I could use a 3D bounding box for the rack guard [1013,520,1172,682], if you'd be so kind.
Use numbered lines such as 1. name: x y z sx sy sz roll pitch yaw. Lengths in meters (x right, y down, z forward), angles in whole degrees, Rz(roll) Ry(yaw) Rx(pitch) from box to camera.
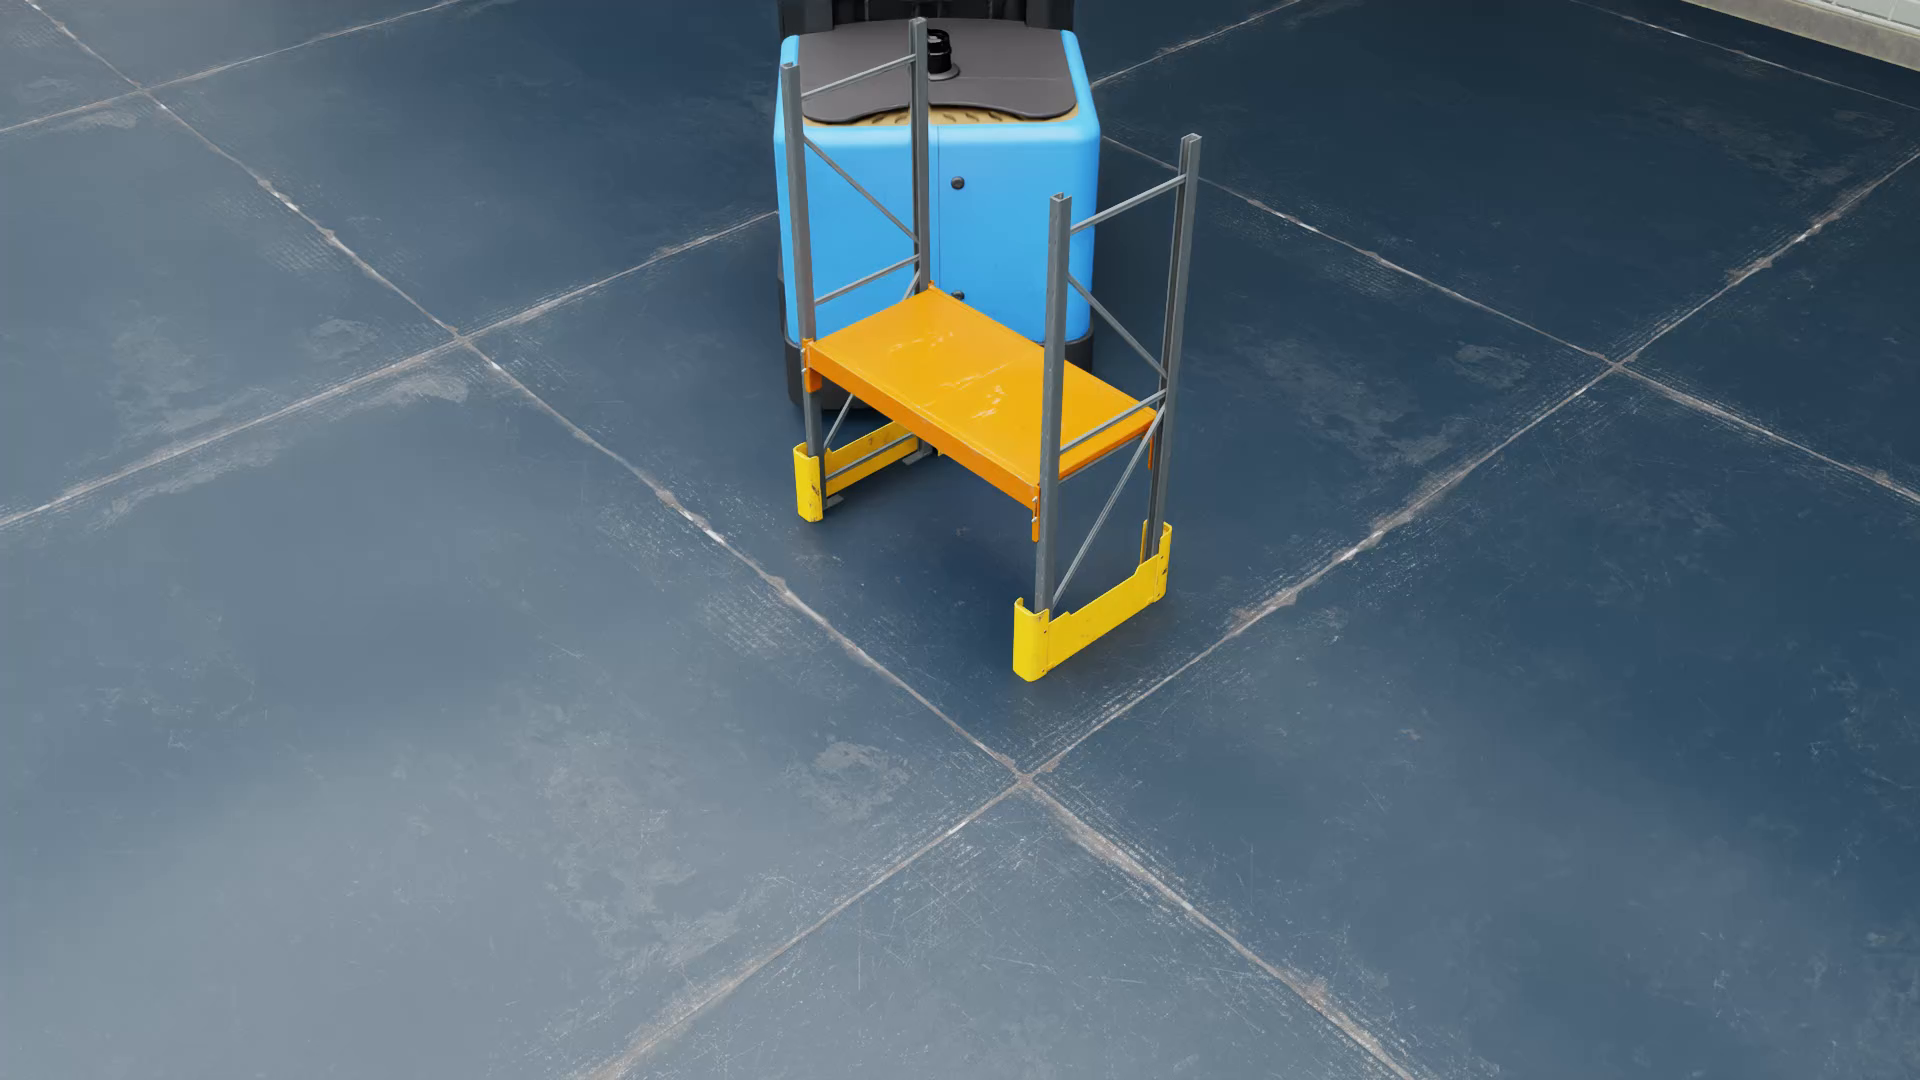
1. rack guard: 0.388 0.169 4.842 0.587 0.250 0.087 -30 48 -32

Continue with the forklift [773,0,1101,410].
1. forklift: -0.137 -2.492 6.003 1.130 2.935 3.031 -2 39 -2

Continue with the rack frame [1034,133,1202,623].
1. rack frame: 0.402 -0.309 4.439 0.500 1.500 0.032 -30 48 -32

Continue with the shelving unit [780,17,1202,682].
1. shelving unit: 0.052 -0.548 4.735 0.587 1.500 1.083 -30 48 -32

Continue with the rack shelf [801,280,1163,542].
1. rack shelf: 0.058 -0.404 4.843 0.538 0.185 1.000 -30 48 -32

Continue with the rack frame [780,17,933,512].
1. rack frame: -0.286 -0.779 5.021 0.500 1.500 0.032 -30 48 -32

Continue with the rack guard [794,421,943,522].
1. rack guard: -0.285 -0.292 5.413 0.587 0.250 0.087 -30 48 -32
